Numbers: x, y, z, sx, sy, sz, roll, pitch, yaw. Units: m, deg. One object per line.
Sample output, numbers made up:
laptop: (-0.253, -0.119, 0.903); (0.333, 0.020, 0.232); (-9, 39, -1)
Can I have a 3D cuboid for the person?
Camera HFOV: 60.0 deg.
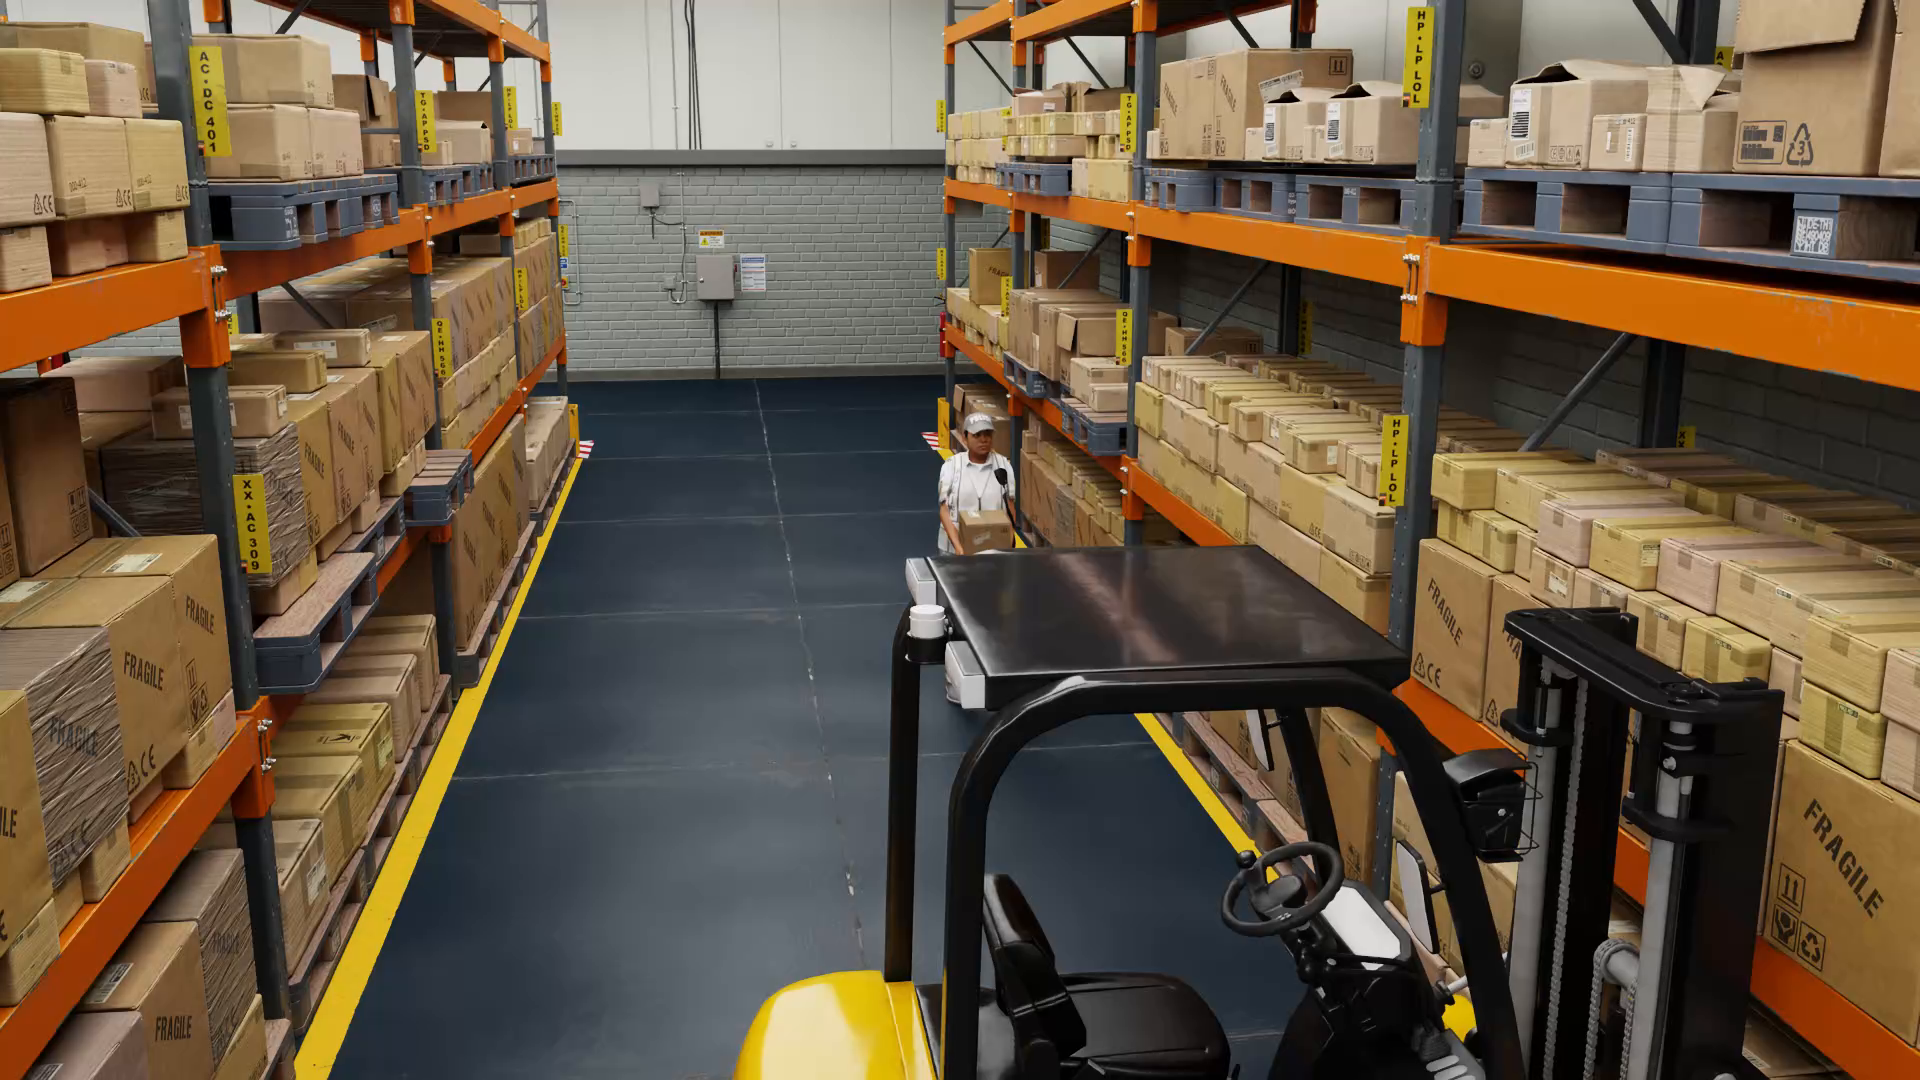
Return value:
person: (0.111, 0.106, 9.553); (0.453, 1.653, 0.541); (-2, 13, -10)
